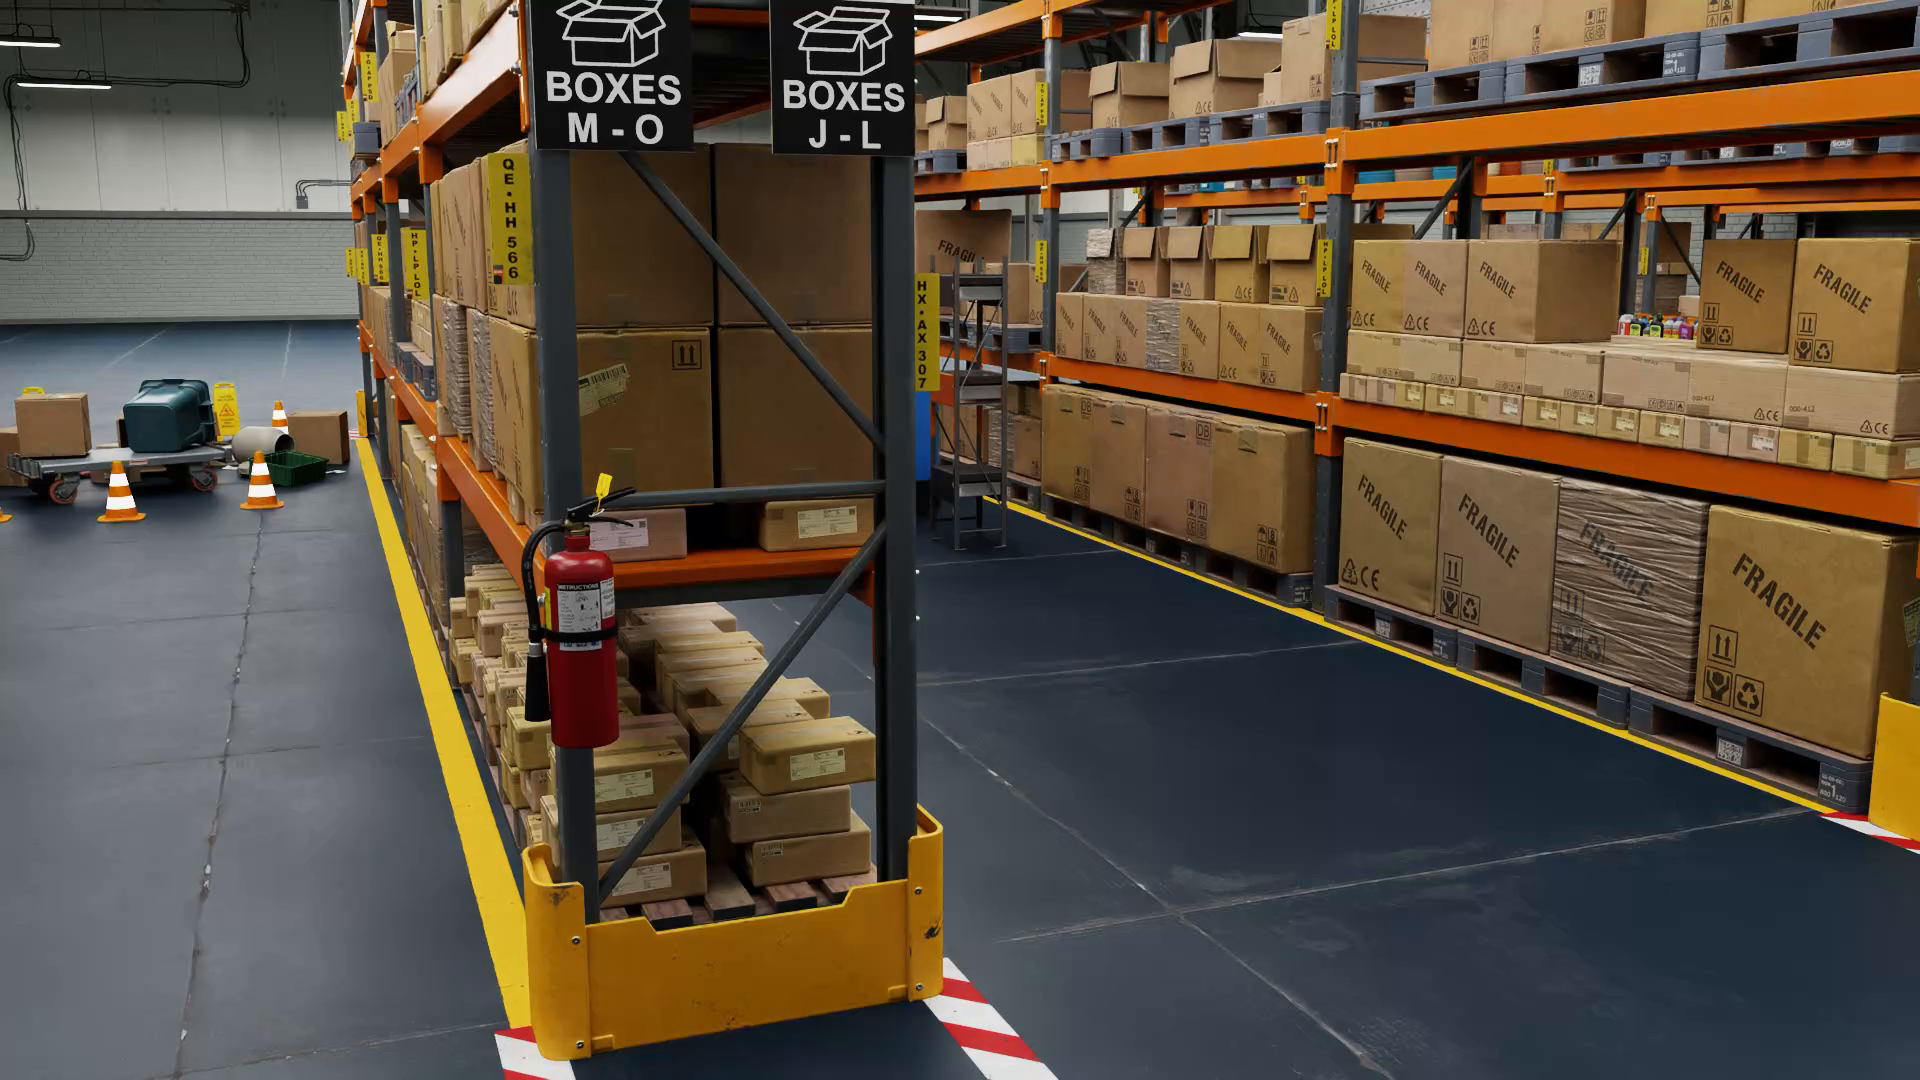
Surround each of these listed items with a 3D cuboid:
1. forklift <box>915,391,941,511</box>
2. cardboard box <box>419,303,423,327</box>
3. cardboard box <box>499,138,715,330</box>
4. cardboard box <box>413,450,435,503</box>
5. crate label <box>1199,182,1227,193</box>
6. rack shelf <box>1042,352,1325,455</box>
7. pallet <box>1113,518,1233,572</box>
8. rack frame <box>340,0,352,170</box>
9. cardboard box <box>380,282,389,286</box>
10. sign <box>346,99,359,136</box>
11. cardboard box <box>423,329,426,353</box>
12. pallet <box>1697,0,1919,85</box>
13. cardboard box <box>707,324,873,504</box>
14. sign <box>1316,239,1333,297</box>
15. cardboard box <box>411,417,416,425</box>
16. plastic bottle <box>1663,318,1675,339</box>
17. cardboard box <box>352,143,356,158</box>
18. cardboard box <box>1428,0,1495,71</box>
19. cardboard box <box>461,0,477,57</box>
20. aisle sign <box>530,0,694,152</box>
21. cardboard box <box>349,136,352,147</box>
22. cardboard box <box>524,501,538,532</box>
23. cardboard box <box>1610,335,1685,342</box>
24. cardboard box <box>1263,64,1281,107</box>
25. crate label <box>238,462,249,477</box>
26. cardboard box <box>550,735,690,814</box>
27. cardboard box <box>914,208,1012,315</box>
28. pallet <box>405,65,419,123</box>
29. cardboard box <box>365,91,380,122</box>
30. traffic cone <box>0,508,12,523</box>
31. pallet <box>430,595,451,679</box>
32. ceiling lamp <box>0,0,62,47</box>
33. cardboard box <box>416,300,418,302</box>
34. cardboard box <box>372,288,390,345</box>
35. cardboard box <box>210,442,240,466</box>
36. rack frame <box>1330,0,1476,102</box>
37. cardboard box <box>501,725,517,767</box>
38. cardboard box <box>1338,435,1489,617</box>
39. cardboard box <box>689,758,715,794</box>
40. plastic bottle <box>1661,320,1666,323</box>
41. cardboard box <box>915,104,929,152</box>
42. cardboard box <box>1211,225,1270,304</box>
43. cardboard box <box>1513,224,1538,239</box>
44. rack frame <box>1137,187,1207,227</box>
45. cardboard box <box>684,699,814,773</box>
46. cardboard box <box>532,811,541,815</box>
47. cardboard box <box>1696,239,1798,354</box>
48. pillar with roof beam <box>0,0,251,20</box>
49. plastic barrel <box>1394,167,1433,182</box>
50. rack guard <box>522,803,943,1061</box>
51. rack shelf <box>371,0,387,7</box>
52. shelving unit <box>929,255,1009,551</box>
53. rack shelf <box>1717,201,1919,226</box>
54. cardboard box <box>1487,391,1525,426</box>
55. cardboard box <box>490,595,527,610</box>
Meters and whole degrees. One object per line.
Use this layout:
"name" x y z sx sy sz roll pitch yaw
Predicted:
"forklift" -1.354 -1.807 14.208 1.130 2.935 3.031 -6 12 -31
"cardboard box" -3.229 -1.432 10.572 0.380 0.149 0.250 -4 11 -21
"cardboard box" -1.008 -0.863 4.719 0.500 0.500 0.500 -4 11 -22
"cardboard box" -2.944 -0.390 9.847 0.500 0.250 0.500 -4 11 -23
"crate label" 3.238 -4.418 20.551 0.502 0.251 0.408 -4 11 -21
"rack shelf" 1.875 -1.040 11.756 1.077 0.370 4.000 -4 11 -21
"pallet" 1.804 -0.015 11.904 1.003 0.211 1.213 -4 11 -21
"rack frame" -6.408 -5.682 18.667 1.000 3.000 0.127 -4 11 -21
"cardboard box" -5.103 -2.209 15.843 0.875 0.550 0.550 -4 11 -21
"sign" -5.475 -3.810 15.007 0.100 0.325 0.005 -4 11 -21
"cardboard box" -3.142 -1.245 10.370 0.380 0.149 0.250 -4 11 -19
"pallet" 3.771 -1.968 6.609 1.003 0.211 1.213 -4 11 -21
"cardboard box" -0.515 -0.403 4.986 0.500 0.500 0.500 -3 11 -18
"sign" 2.098 -1.563 9.561 0.100 0.325 0.005 -4 11 -21
"cardboard box" -3.646 -0.627 12.602 1.050 0.750 0.750 -4 11 -22
"plastic bottle" 5.938 -1.725 13.919 0.097 0.271 0.097 0 10 0
"cardboard box" -6.125 -4.055 17.319 0.380 0.149 0.250 -4 11 -21
"cardboard box" 2.940 -2.726 8.844 0.700 0.500 0.500 -5 11 -24
"cardboard box" -1.380 -1.742 5.509 0.500 0.250 0.500 -3 11 -18
"aisle sign" -0.863 -1.365 4.109 0.394 0.787 0.004 -4 11 -21
"cardboard box" -6.287 -4.356 17.871 0.500 0.250 0.500 -4 11 -22
"cardboard box" -1.152 -0.111 5.197 0.380 0.149 0.250 -4 11 -21
"cardboard box" 3.380 -0.917 8.591 0.500 0.250 0.500 -4 11 -20
"cardboard box" 2.286 -2.892 10.605 0.500 0.311 0.500 -4 11 -23
"crate label" -6.694 -0.673 15.814 0.250 0.136 0.298 5 11 28
"cardboard box" -1.038 0.717 5.066 0.380 0.149 0.250 -4 11 -20
"cardboard box" -0.142 -2.737 16.330 1.000 1.000 1.000 -4 11 -21
"pallet" -2.184 -2.261 8.539 1.213 0.211 1.003 -4 11 -21
"cardboard box" -4.167 -3.263 12.403 0.500 0.311 0.500 -4 11 -21
"traffic cone" -7.781 -0.382 13.247 0.336 0.463 0.334 -4 11 -21
"pallet" -2.343 0.476 9.139 1.003 0.211 1.213 -4 11 -21
"ceiling lamp" -17.941 -10.819 30.880 2.000 3.185 0.800 -4 11 -21
"cardboard box" -3.337 -1.627 10.819 0.380 0.149 0.250 -4 11 -21
"cardboard box" -4.835 -1.939 14.471 0.500 0.500 0.500 -4 11 -20
"cardboard box" -7.298 -0.893 16.681 0.396 0.266 0.258 -2 10 -11
"rack frame" 2.600 -4.021 9.332 1.000 3.000 0.127 -4 11 -21
"cardboard box" -1.457 0.697 6.026 0.380 0.149 0.250 -4 11 -20
"cardboard box" 2.765 -0.116 9.373 0.875 0.875 0.875 -4 11 -21
"cardboard box" -0.778 0.749 5.734 0.380 0.149 0.250 -4 11 -20
"plastic bottle" 6.336 -1.878 14.981 0.097 0.201 0.097 0 10 0
"cardboard box" -0.221 -4.025 16.423 0.797 0.503 0.637 -4 11 -24
"cardboard box" 2.123 -1.827 10.978 0.797 0.503 0.637 -4 11 -20
"cardboard box" 8.041 -4.089 22.853 0.700 0.500 0.500 -4 11 -21
"rack frame" 2.868 -3.341 22.636 1.000 3.000 0.127 -4 11 -21
"cardboard box" -0.695 0.643 5.483 0.380 0.149 0.250 -4 11 -20
"cardboard box" -1.300 0.884 5.827 0.380 0.149 0.250 -4 11 -20
"cardboard box" 3.753 -1.118 7.577 0.500 0.500 0.500 -4 11 -22
"pillar with roof beam" -23.056 -10.035 43.138 9.100 9.000 0.548 -4 11 -21
"plastic barrel" 4.941 -4.235 17.670 0.600 0.901 0.600 0 10 0
"rack guard" -0.637 1.102 4.799 1.175 0.500 0.348 -4 11 -21
"rack shelf" -2.784 -3.498 9.589 1.077 0.370 4.000 -4 11 -21
"shelving unit" 0.060 -1.007 12.084 0.431 2.100 0.503 -4 11 -21
"rack shelf" 12.826 -4.766 24.136 1.077 0.370 4.000 -4 11 -21
"cardboard box" 2.867 -0.663 8.300 0.380 0.149 0.250 -4 11 -20
"cardboard box" -1.830 0.332 7.232 0.380 0.149 0.250 -4 11 -22
